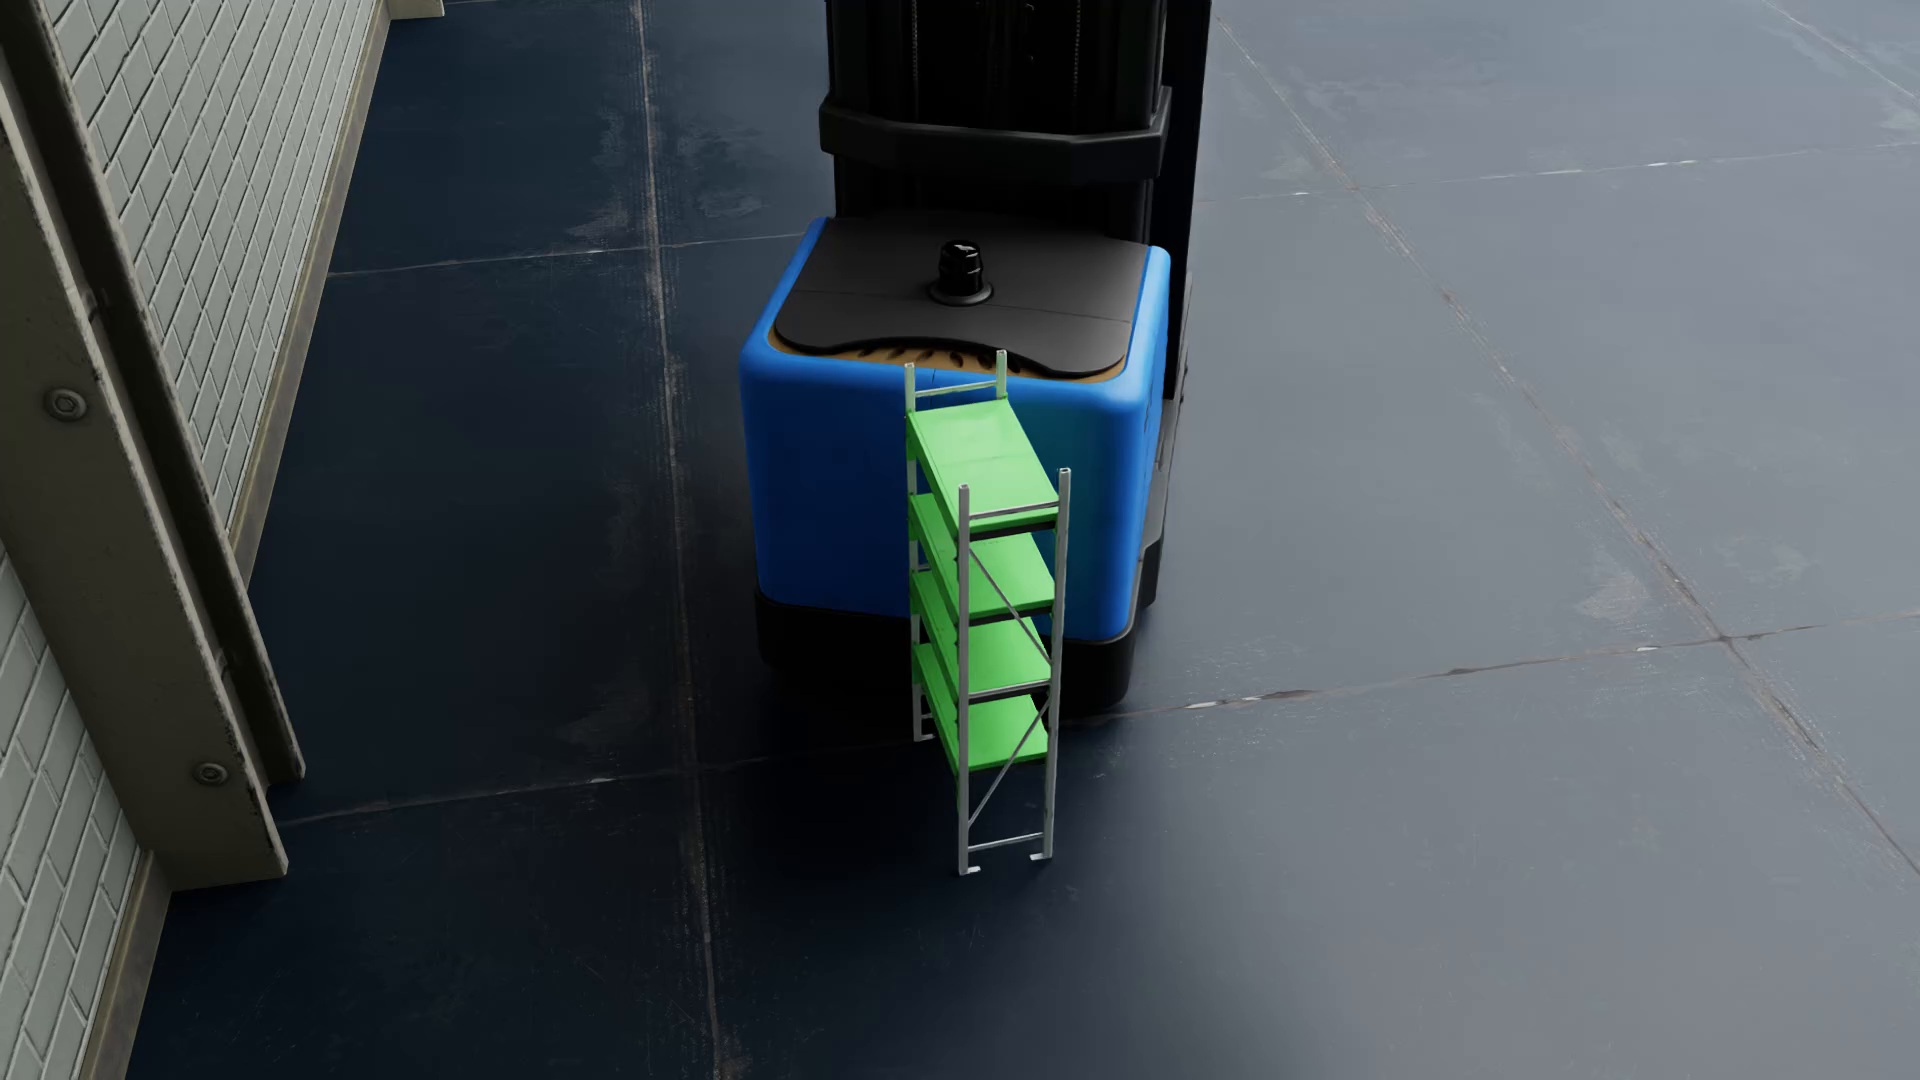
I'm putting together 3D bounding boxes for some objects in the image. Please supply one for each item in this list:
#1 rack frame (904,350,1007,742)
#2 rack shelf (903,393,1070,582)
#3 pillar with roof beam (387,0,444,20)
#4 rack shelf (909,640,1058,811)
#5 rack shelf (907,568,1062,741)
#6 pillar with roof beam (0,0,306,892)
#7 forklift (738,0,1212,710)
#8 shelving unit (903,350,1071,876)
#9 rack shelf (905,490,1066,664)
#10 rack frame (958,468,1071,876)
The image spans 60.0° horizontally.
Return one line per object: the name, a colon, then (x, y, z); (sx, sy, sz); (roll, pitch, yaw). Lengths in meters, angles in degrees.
rack frame: (-0.010, 0.055, 4.201); (0.240, 1.200, 0.015); (-9, 39, -12)
rack shelf: (0.052, -0.128, 3.759); (0.258, 0.148, 0.480); (-9, 39, -12)
pillar with roof beam: (1.310, -6.901, 6.798); (9.100, 9.000, 0.400); (-6, 38, -8)
rack shelf: (0.052, 0.440, 4.201); (0.258, 0.148, 0.480); (-9, 39, -12)
rack shelf: (0.052, 0.251, 4.053); (0.258, 0.148, 0.480); (-9, 39, -12)
pillar with roof beam: (2.362, -3.277, 2.133); (9.100, 9.000, 0.400); (-6, 38, -8)
forklift: (0.206, -1.597, 4.917); (1.130, 2.935, 3.031); (7, 38, 8)
shelving unit: (0.052, 0.200, 4.014); (0.258, 1.200, 0.503); (-9, 39, -12)
rack shelf: (0.052, 0.061, 3.906); (0.258, 0.148, 0.480); (-9, 39, -12)
rack frame: (0.114, 0.345, 3.828); (0.240, 1.200, 0.015); (-9, 39, -12)
